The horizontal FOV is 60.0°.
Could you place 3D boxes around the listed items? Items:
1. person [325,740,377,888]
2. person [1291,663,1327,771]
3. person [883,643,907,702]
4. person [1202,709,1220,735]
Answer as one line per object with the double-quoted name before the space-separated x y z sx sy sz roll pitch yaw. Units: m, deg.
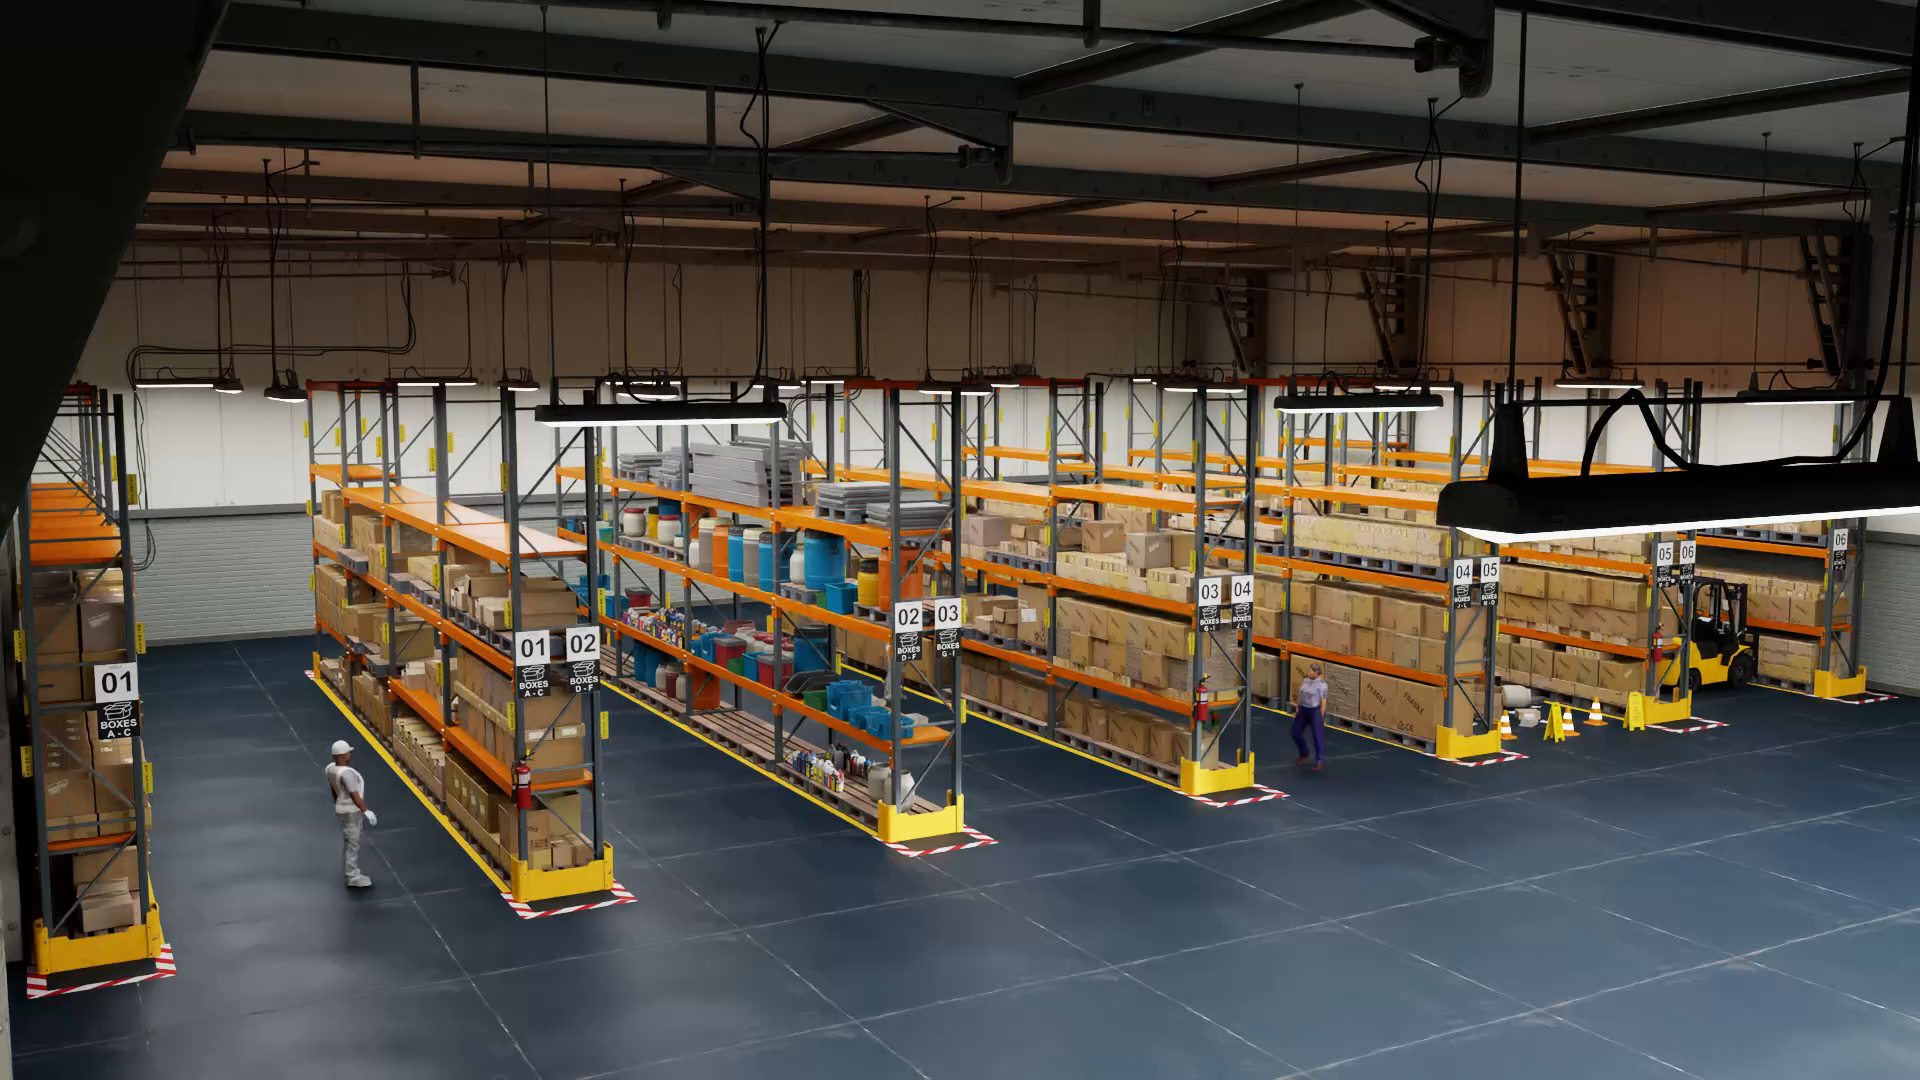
"person" -7.378 3.314 20.192 0.597 1.821 0.655 -2 6 -16
"person" 5.483 2.749 26.028 0.390 1.675 0.542 -6 8 -42
"person" -1.163 2.076 30.305 0.465 1.790 0.713 0 6 1
"person" 4.208 2.424 28.401 0.594 1.812 0.361 5 8 37
